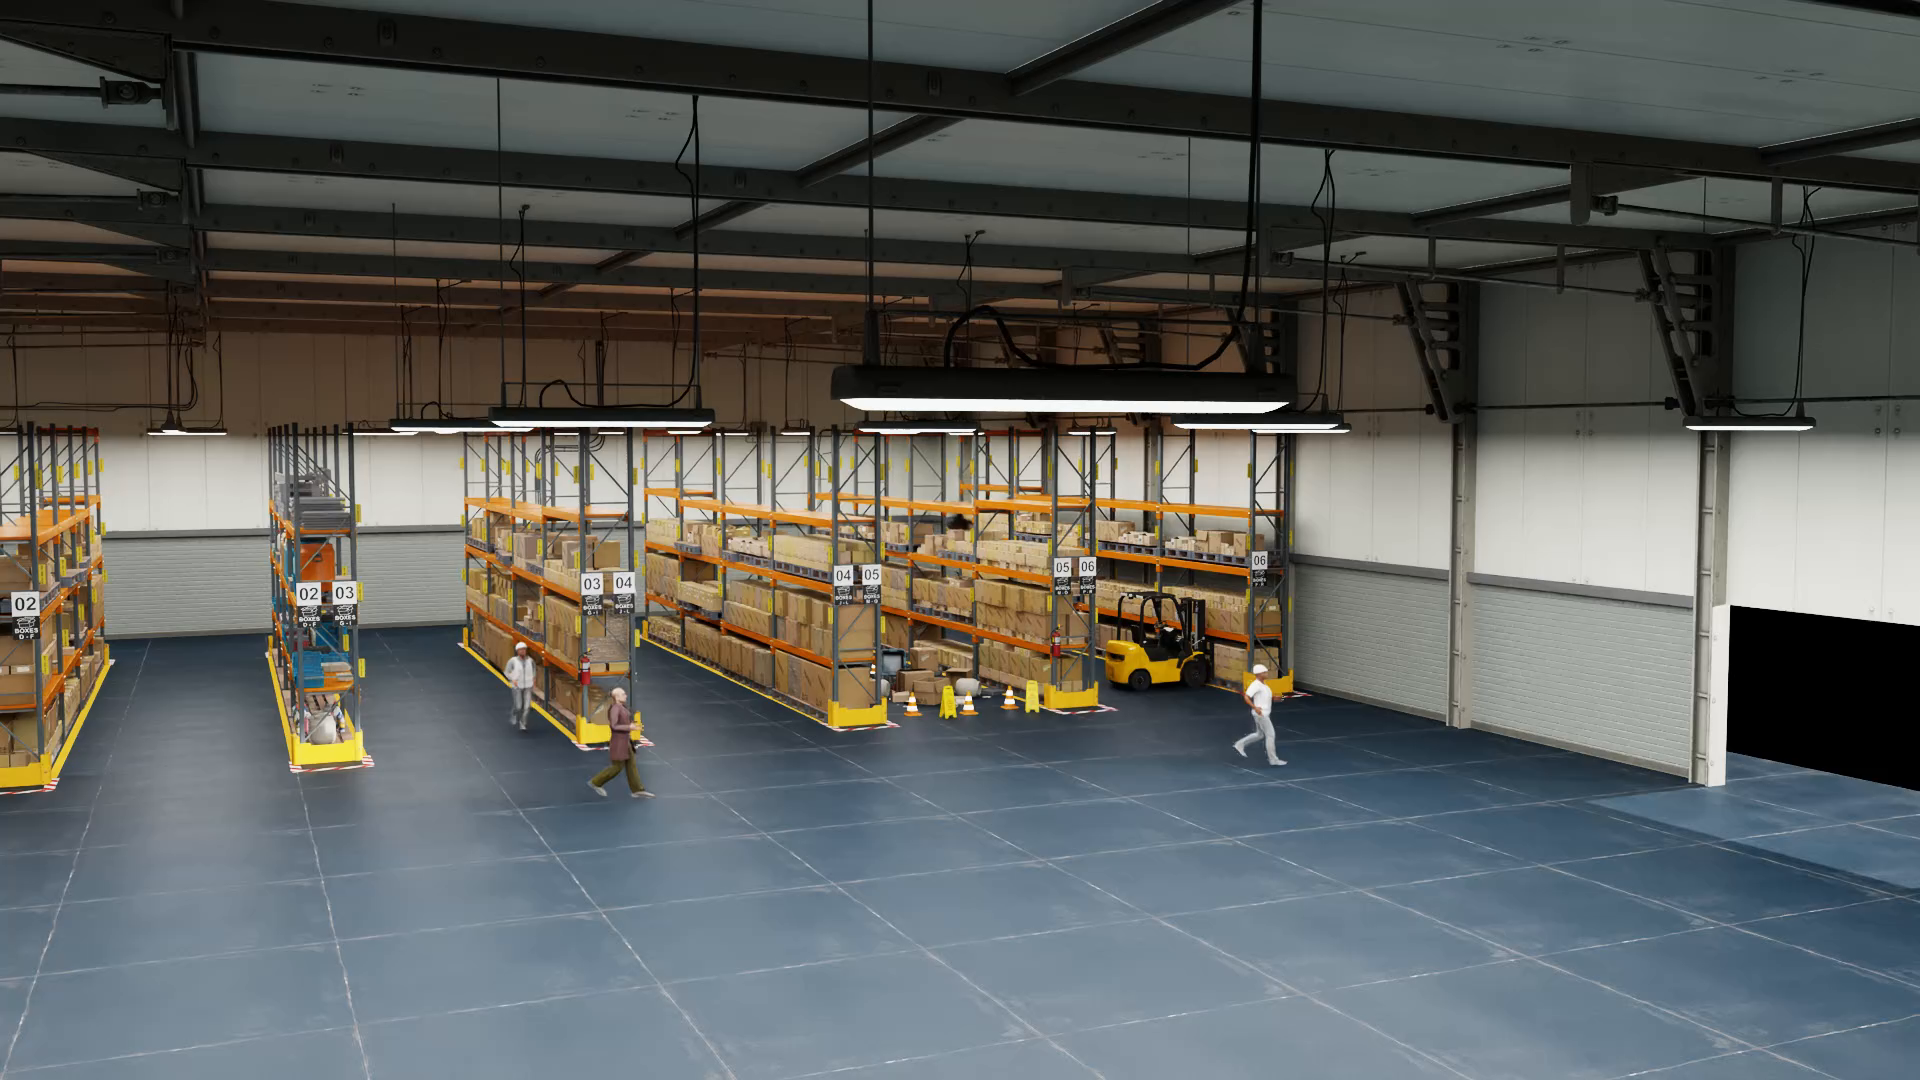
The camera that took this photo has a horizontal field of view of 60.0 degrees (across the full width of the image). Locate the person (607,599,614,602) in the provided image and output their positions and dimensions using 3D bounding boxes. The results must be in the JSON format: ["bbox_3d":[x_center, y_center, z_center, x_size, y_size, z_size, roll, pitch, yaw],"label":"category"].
[{"bbox_3d":[-9.956,2.055,46.601,0.659,1.623,0.925,-1,4,-9],"label":"person"}]

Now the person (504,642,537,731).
[{"bbox_3d":[-8.590,2.864,32.619,0.647,1.727,0.533,-2,4,-32],"label":"person"}]

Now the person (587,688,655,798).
[{"bbox_3d":[-5.323,3.206,26.174,0.996,1.763,0.712,0,3,3],"label":"person"}]

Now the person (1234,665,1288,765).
[{"bbox_3d":[5.267,3.051,29.131,0.963,1.747,0.710,1,4,18],"label":"person"}]
